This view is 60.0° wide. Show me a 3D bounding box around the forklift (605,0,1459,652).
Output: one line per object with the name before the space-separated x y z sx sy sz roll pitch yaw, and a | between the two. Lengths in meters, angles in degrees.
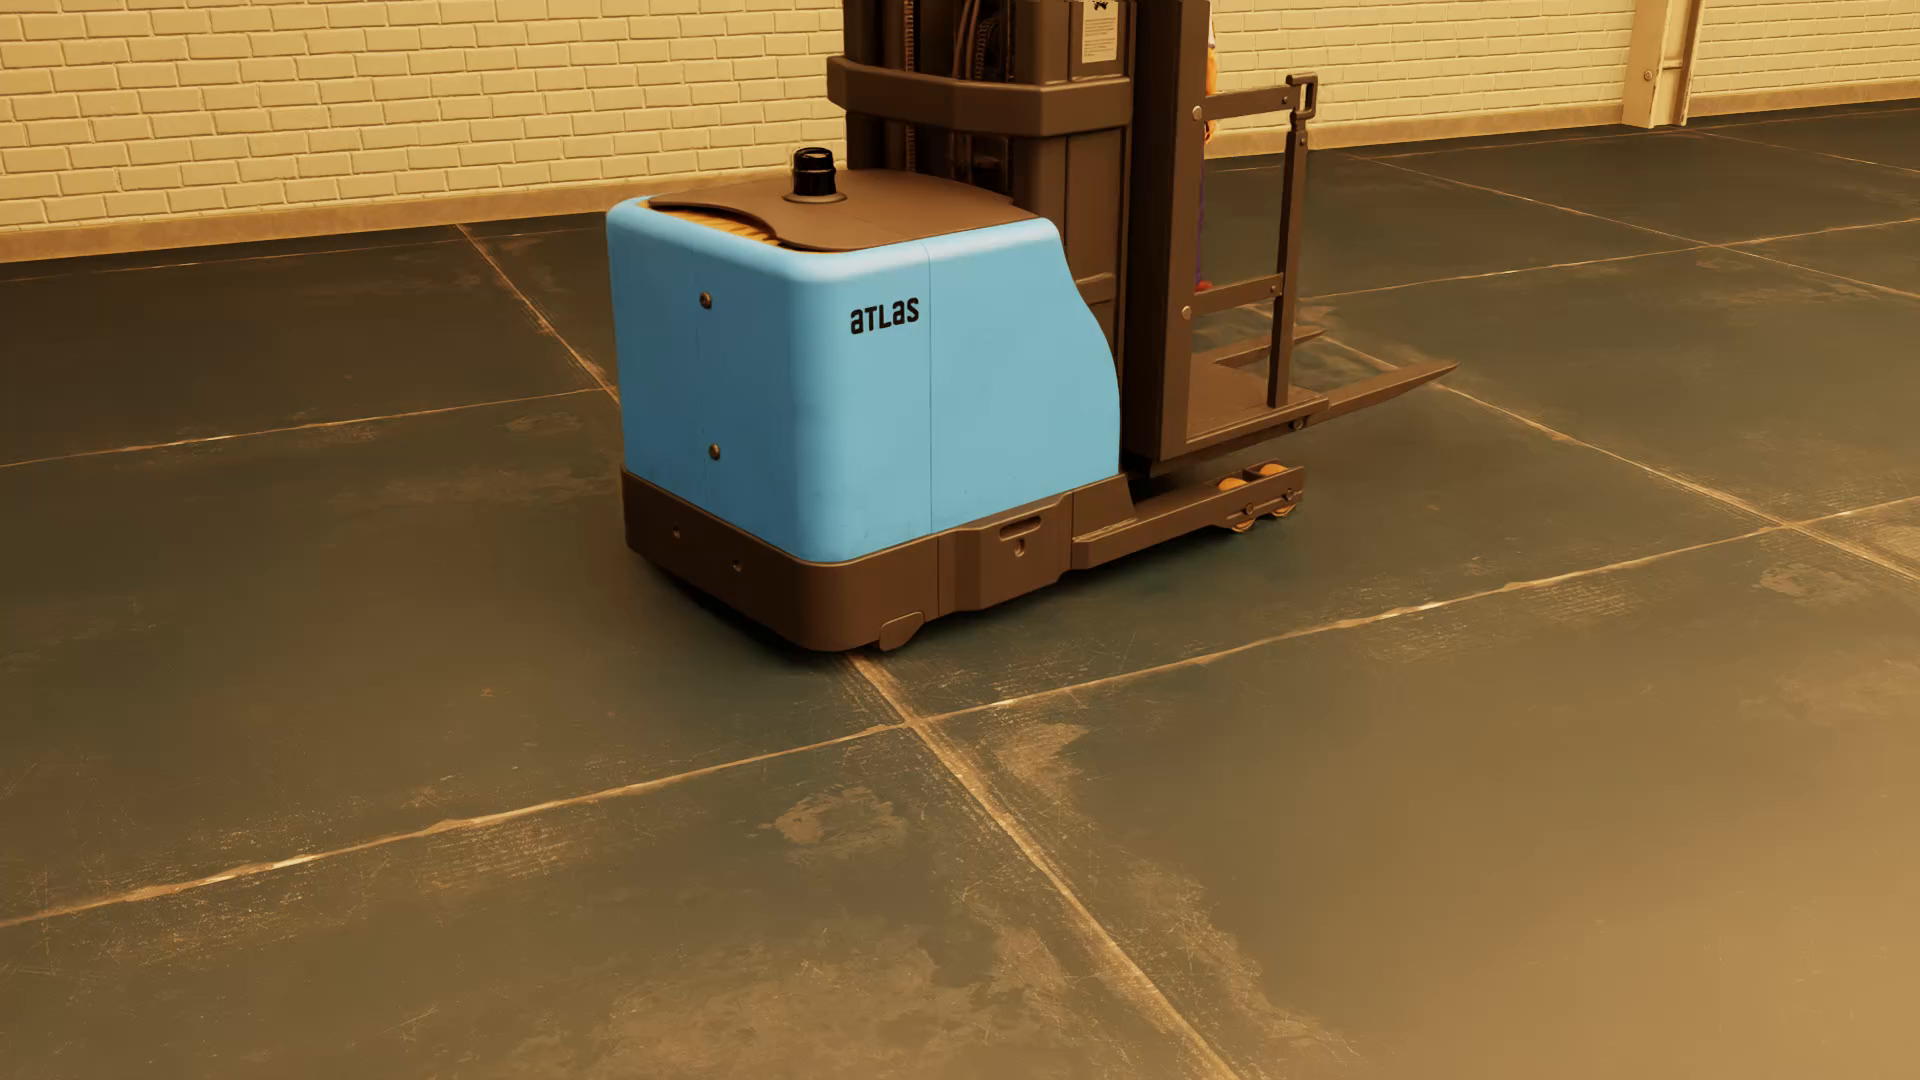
forklift | 0.463 -1.515 4.934 3.031 2.935 1.130 -18 29 -37

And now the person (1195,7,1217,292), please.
person | 0.917 -1.927 7.598 0.548 1.650 0.373 6 23 15
